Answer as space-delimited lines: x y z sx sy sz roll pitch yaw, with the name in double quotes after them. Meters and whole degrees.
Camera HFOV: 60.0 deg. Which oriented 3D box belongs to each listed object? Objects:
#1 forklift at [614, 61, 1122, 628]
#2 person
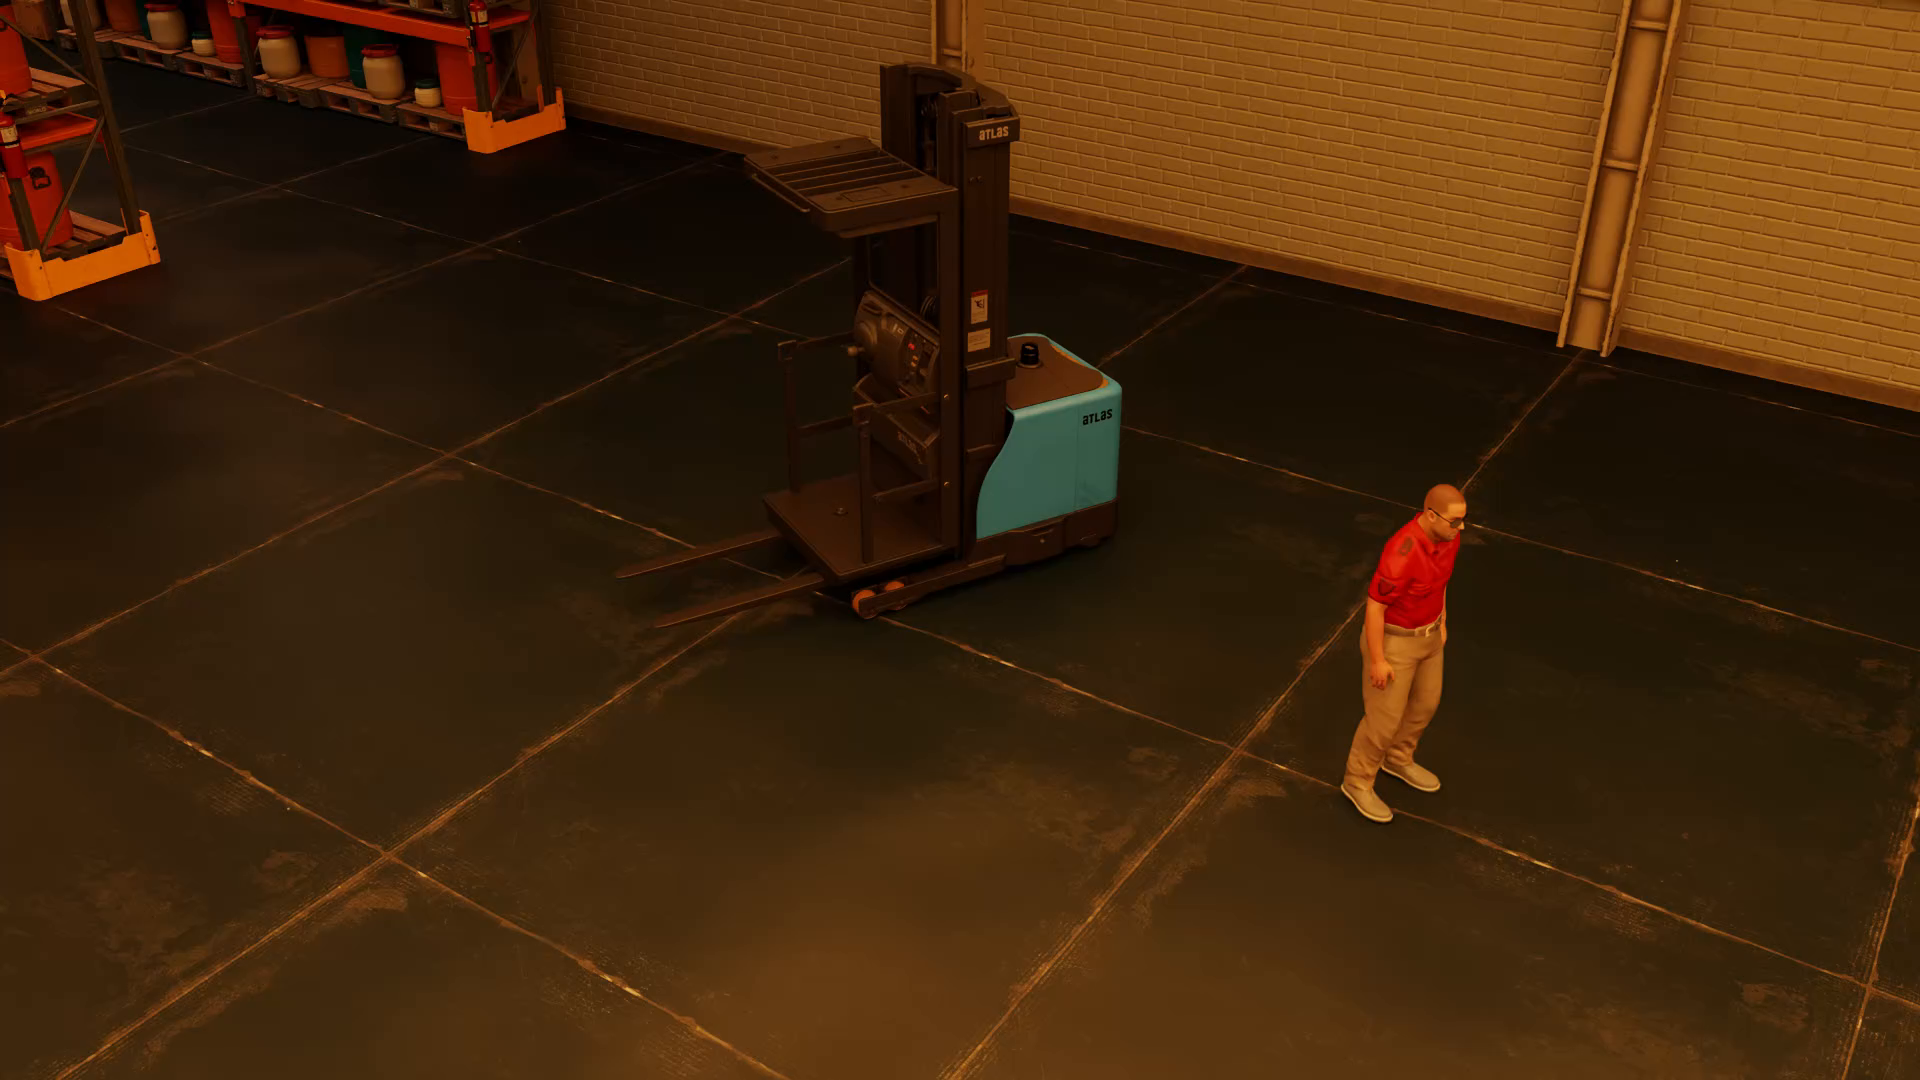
-0.545 -1.111 9.495 3.031 2.935 1.130 -16 34 -25 "forklift"
2.143 0.494 7.931 0.586 1.727 0.398 -24 38 -35 "person"
